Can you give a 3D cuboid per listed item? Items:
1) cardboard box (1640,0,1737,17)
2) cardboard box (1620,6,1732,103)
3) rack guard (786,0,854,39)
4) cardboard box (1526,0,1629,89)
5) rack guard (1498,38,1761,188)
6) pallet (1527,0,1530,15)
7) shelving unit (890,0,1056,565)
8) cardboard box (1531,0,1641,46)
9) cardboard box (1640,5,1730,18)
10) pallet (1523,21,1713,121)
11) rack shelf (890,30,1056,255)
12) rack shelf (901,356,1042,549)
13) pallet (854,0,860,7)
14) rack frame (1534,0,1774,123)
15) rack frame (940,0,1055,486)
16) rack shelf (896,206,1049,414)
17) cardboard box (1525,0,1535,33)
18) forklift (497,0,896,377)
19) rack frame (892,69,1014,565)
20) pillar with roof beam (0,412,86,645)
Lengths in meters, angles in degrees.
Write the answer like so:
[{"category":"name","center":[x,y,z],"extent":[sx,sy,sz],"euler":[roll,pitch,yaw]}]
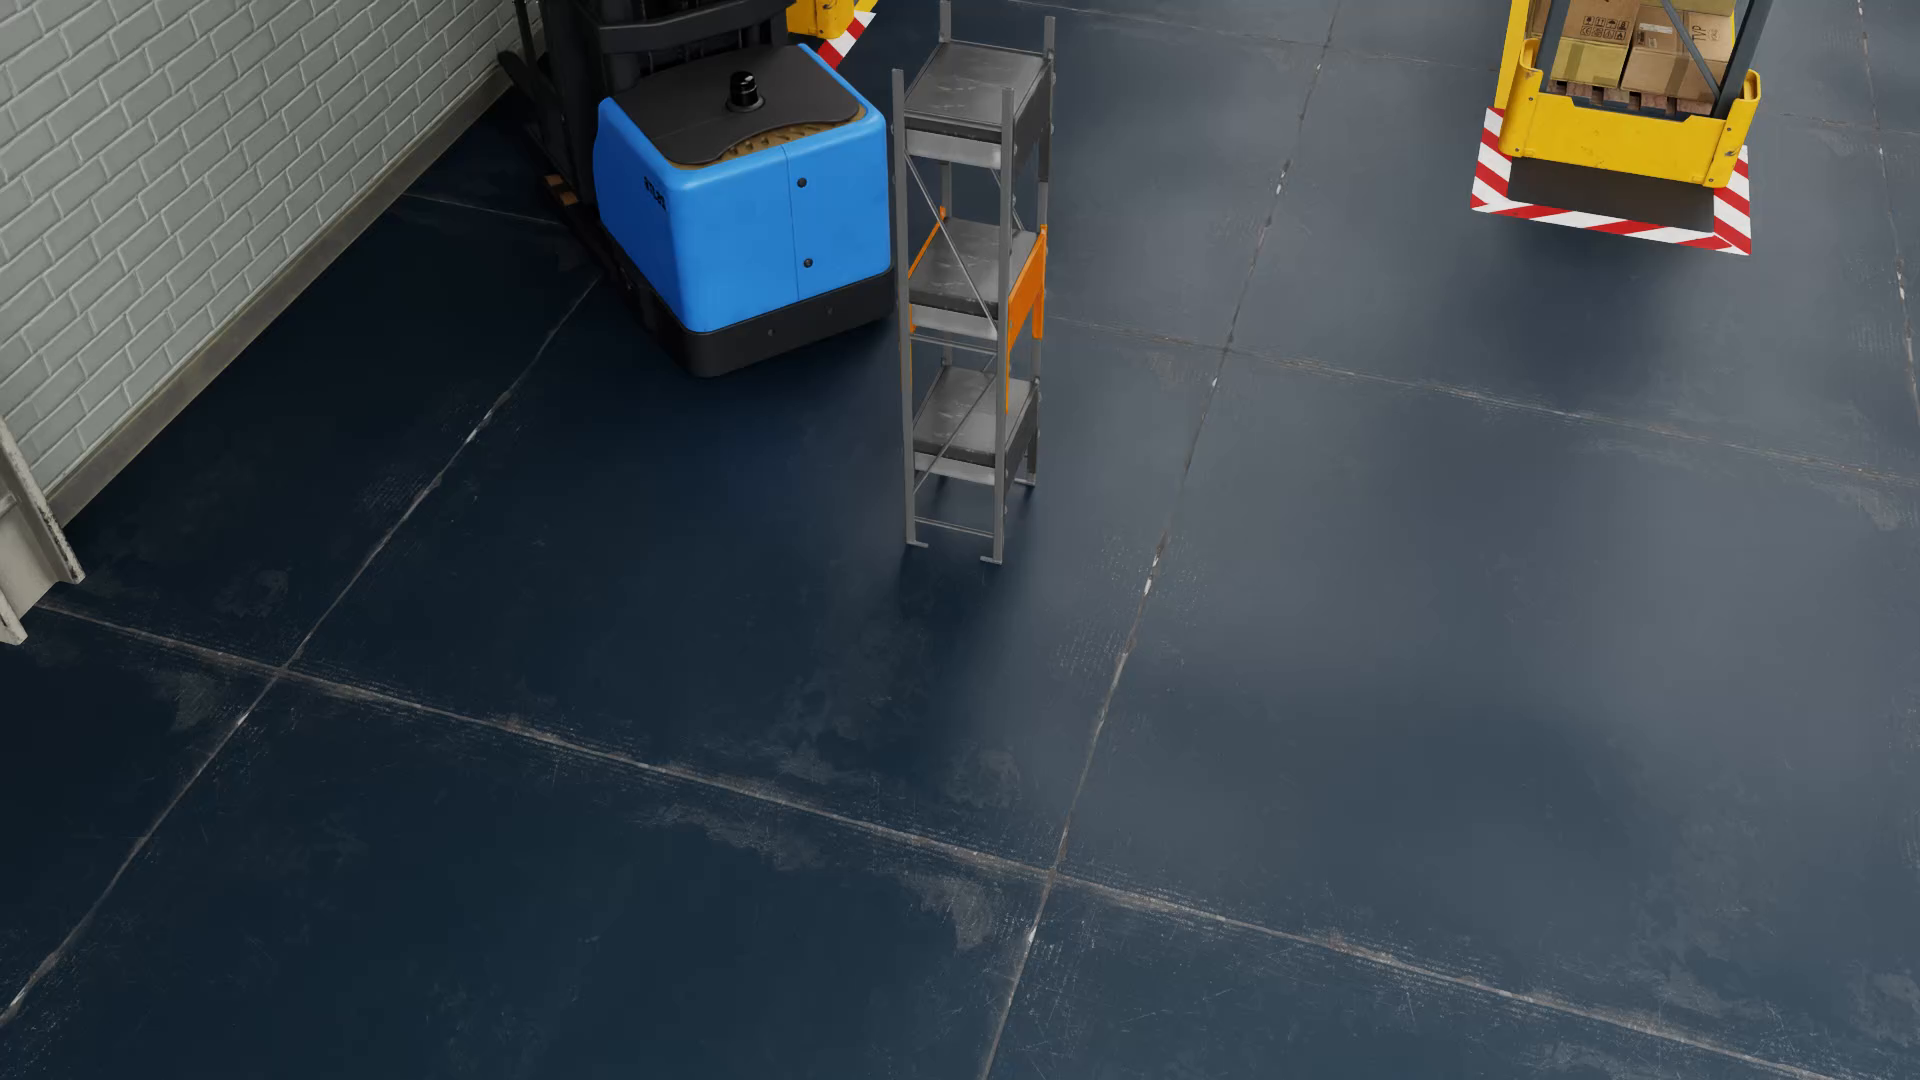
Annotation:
[{"category":"cardboard box","center":[3.999,-3.217,9.022],"extent":[0.500,0.500,0.500],"euler":[13,46,13]},{"category":"cardboard box","center":[3.849,-2.615,8.943],"extent":[0.500,0.250,0.500],"euler":[13,46,13]},{"category":"rack guard","center":[-1.224,-3.341,9.807],"extent":[1.175,0.500,0.348],"euler":[13,46,13]},{"category":"cardboard box","center":[3.356,-2.725,9.056],"extent":[0.500,0.250,0.500],"euler":[13,46,13]},{"category":"rack guard","center":[3.468,-2.228,8.669],"extent":[1.175,0.500,0.348],"euler":[13,46,13]},{"category":"pallet","center":[4.038,-3.470,10.145],"extent":[1.003,0.211,1.213],"euler":[13,46,13]},{"category":"shelving unit","center":[0.050,-0.861,6.128],"extent":[0.431,2.100,0.503],"euler":[13,46,13]},{"category":"cardboard box","center":[3.354,-2.993,8.794],"extent":[0.500,0.500,0.500],"euler":[13,46,13]},{"category":"cardboard box","center":[3.997,-2.949,9.285],"extent":[0.500,0.250,0.500],"euler":[13,46,13]},{"category":"pallet","center":[3.667,-2.659,9.317],"extent":[1.003,0.211,1.213],"euler":[13,46,13]},{"category":"rack shelf","center":[0.050,-1.351,5.648],"extent":[0.431,0.518,0.480],"euler":[13,46,13]},{"category":"rack shelf","center":[0.050,-0.351,6.627],"extent":[0.431,0.518,0.480],"euler":[13,46,13]},{"category":"pallet","center":[-0.944,-3.772,10.454],"extent":[1.003,0.211,1.213],"euler":[13,46,13]},{"category":"rack frame","center":[3.475,-3.137,7.811],"extent":[1.000,3.000,0.127],"euler":[13,46,13]},{"category":"rack frame","center":[0.124,-1.023,6.295],"extent":[0.400,2.100,0.015],"euler":[13,46,13]},{"category":"rack shelf","center":[0.050,-0.851,6.138],"extent":[0.431,0.518,0.480],"euler":[13,46,13]},{"category":"cardboard box","center":[3.496,-3.061,9.399],"extent":[0.500,0.250,0.500],"euler":[13,46,13]},{"category":"forklift","center":[-1.489,-2.786,7.501],"extent":[1.130,2.935,3.031],"euler":[-23,49,-22]},{"category":"rack frame","center":[-0.024,-0.698,5.962],"extent":[0.400,2.100,0.015],"euler":[13,46,13]},{"category":"pillar with roof beam","center":[0.426,-2.067,2.428],"extent":[9.100,9.000,0.400],"euler":[13,46,13]}]
